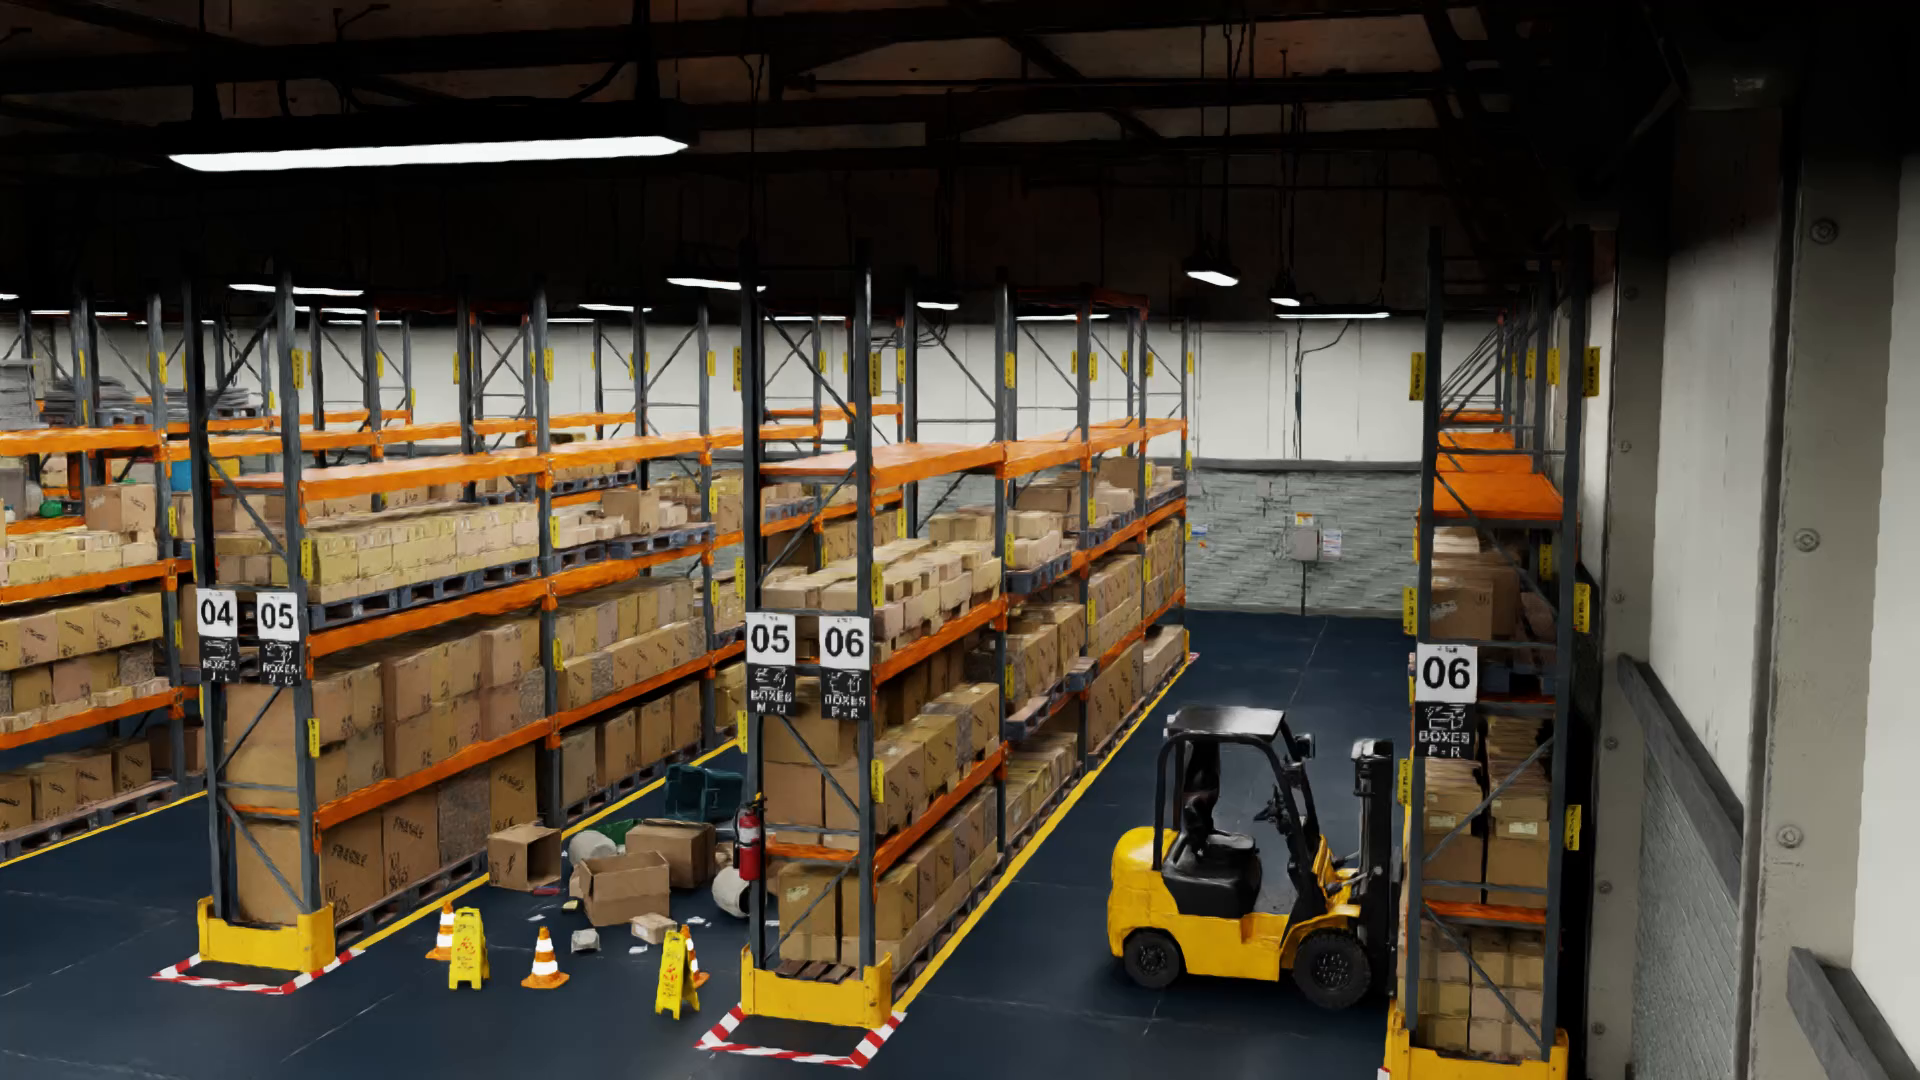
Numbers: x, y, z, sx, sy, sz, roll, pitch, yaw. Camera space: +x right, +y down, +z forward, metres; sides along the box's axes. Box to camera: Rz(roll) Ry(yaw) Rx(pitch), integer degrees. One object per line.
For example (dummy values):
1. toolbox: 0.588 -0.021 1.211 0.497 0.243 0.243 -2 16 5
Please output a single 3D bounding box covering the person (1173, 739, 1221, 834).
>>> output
1. person: 2.304 2.480 16.317 0.626 1.708 0.576 -6 9 -44
